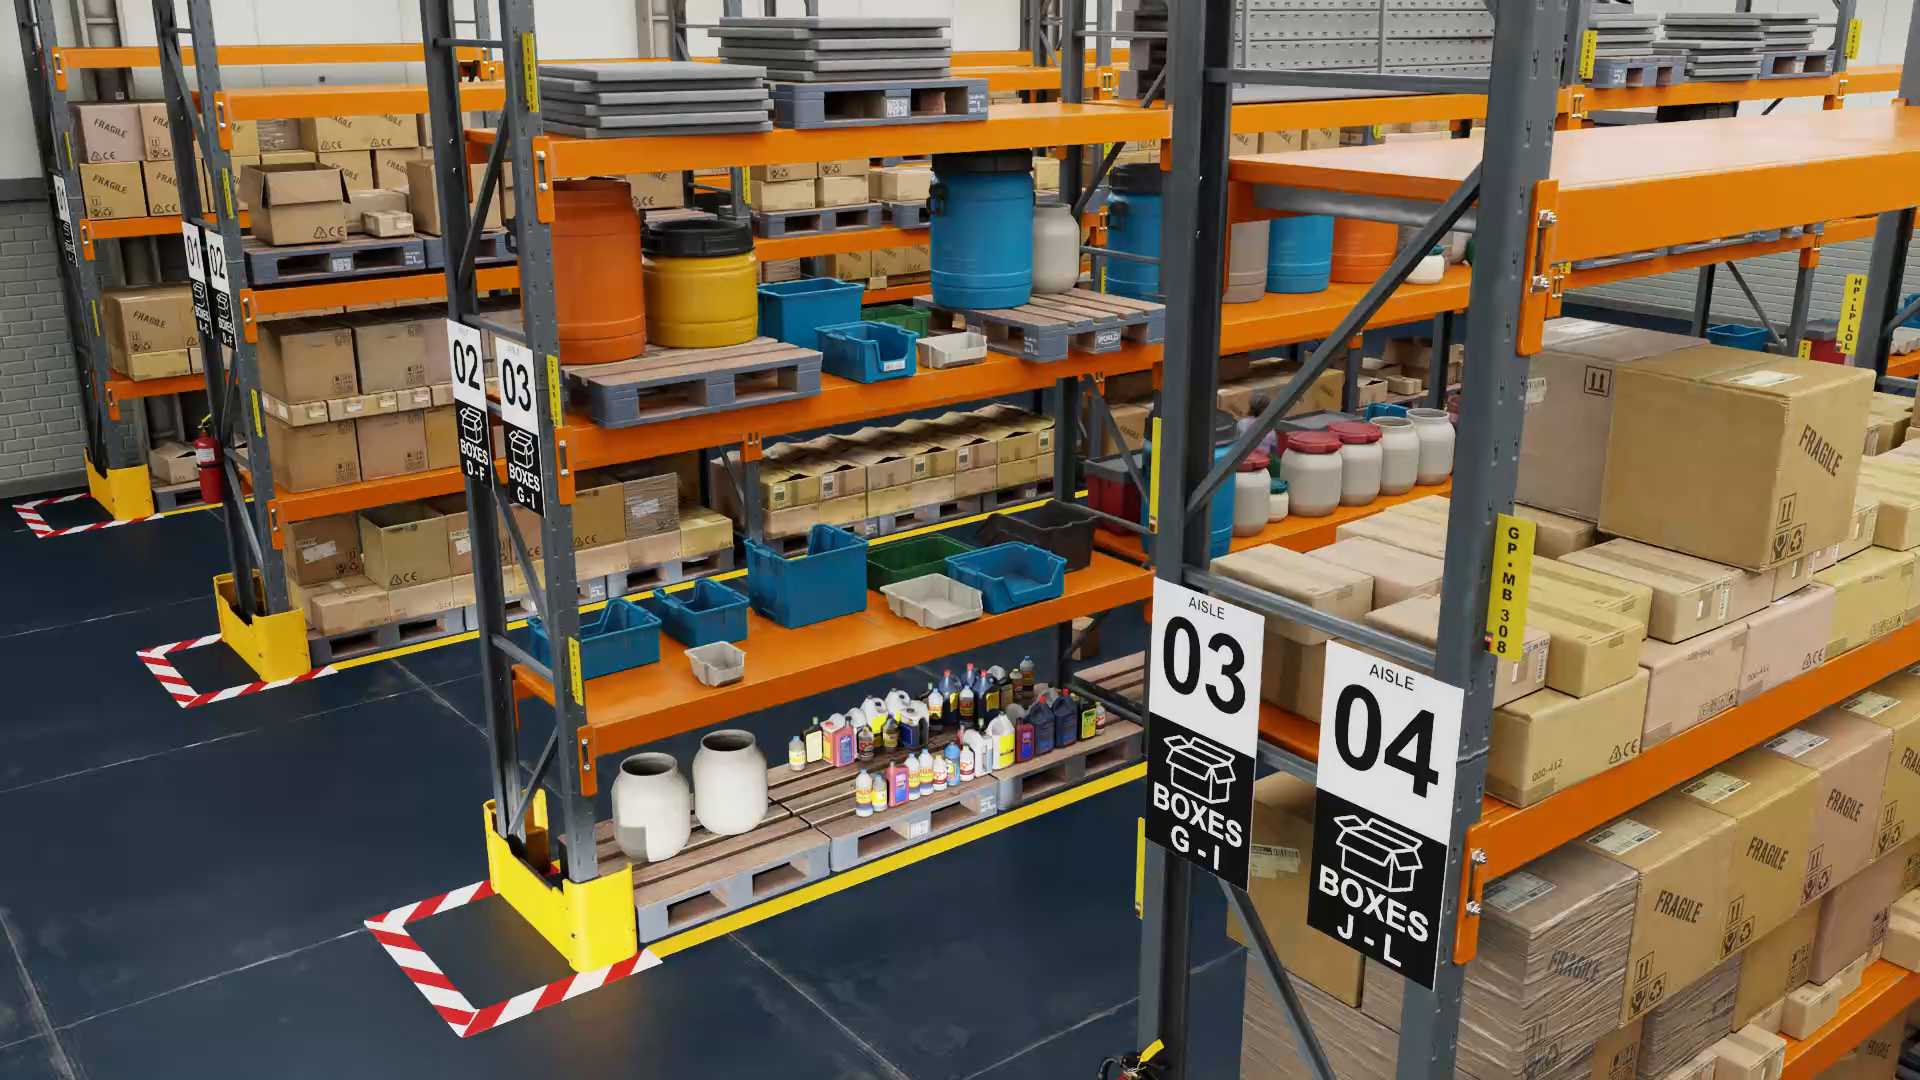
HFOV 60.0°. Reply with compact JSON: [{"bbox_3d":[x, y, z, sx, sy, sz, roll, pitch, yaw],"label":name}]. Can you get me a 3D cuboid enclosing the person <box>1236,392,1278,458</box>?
[{"bbox_3d":[2.470,-0.462,13.980,0.888,1.604,0.469,-13,22,-35],"label":"person"}]
